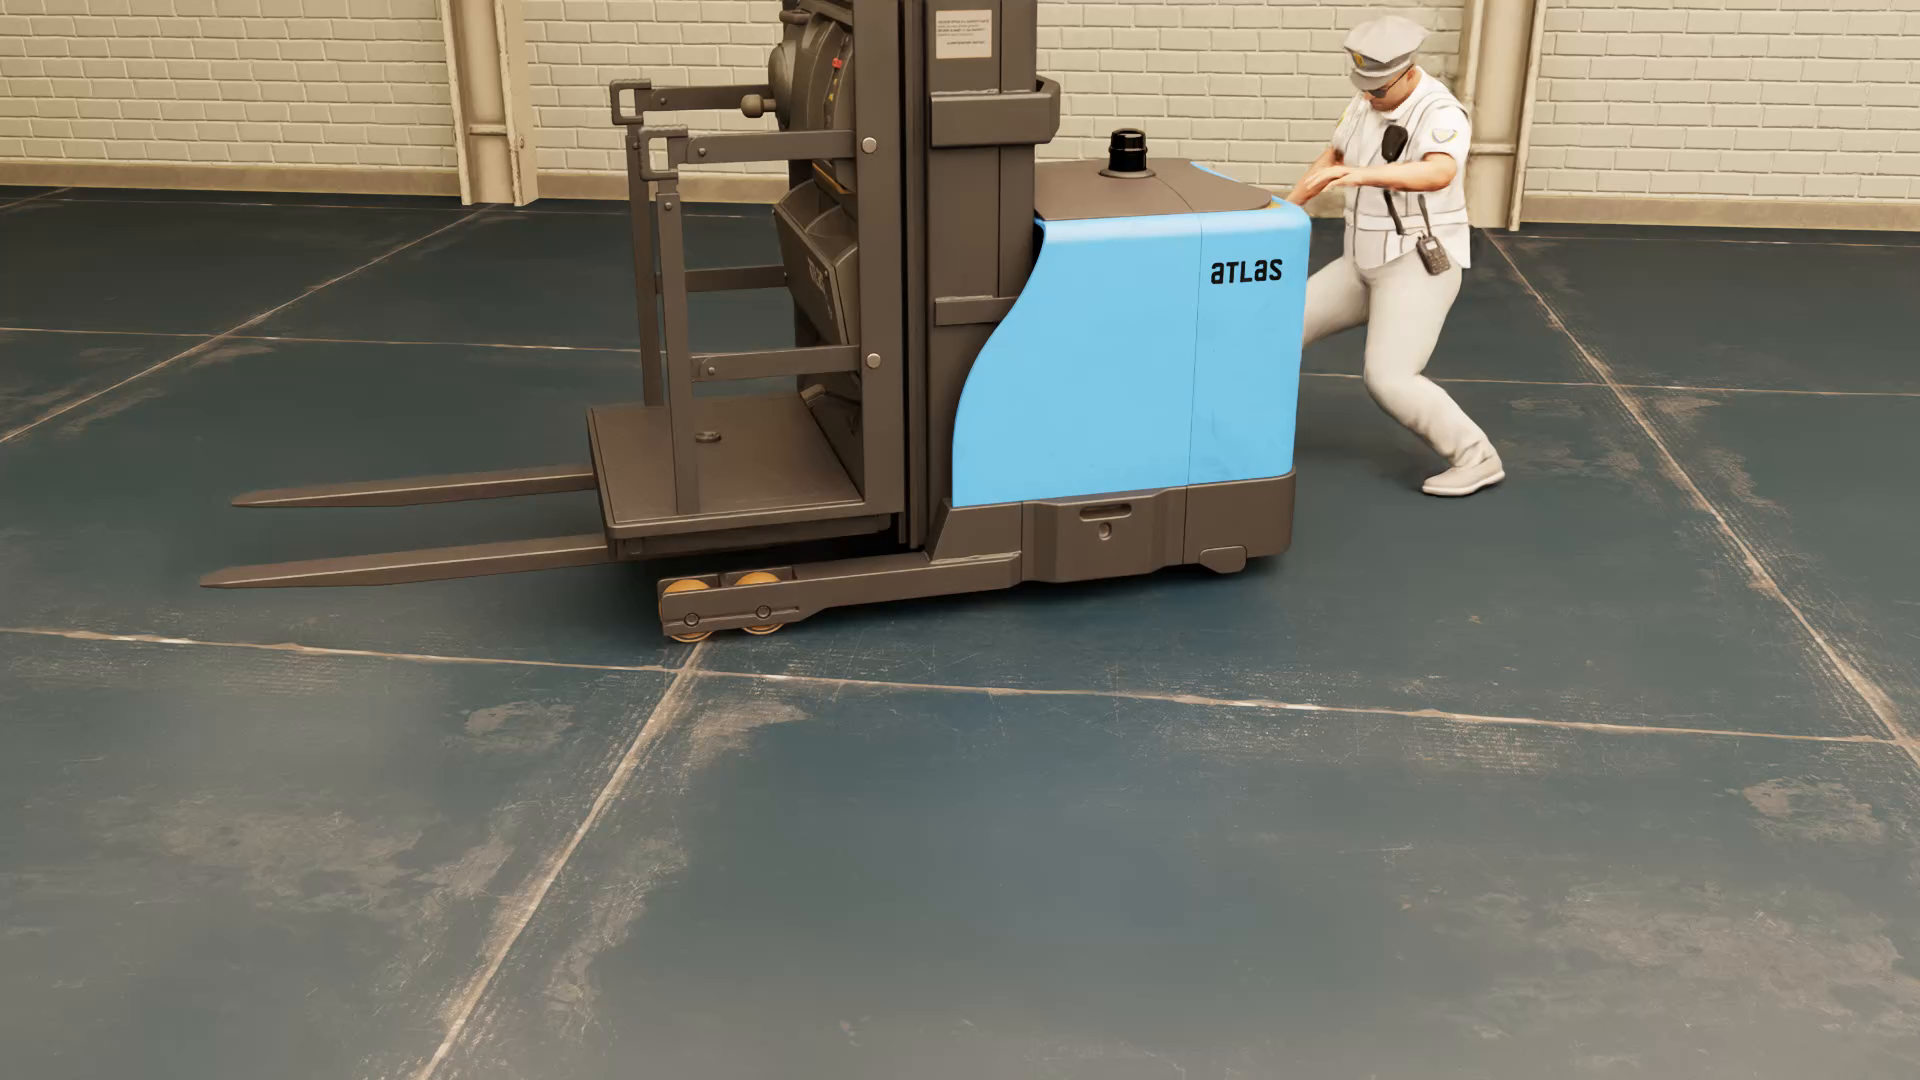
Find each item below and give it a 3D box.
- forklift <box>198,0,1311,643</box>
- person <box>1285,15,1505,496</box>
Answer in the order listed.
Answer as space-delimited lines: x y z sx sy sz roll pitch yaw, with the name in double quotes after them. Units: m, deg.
-0.588 -1.301 4.485 3.031 2.935 1.130 -6 23 -14 "forklift"
1.206 -0.965 5.575 1.099 1.520 0.949 -6 23 -15 "person"
